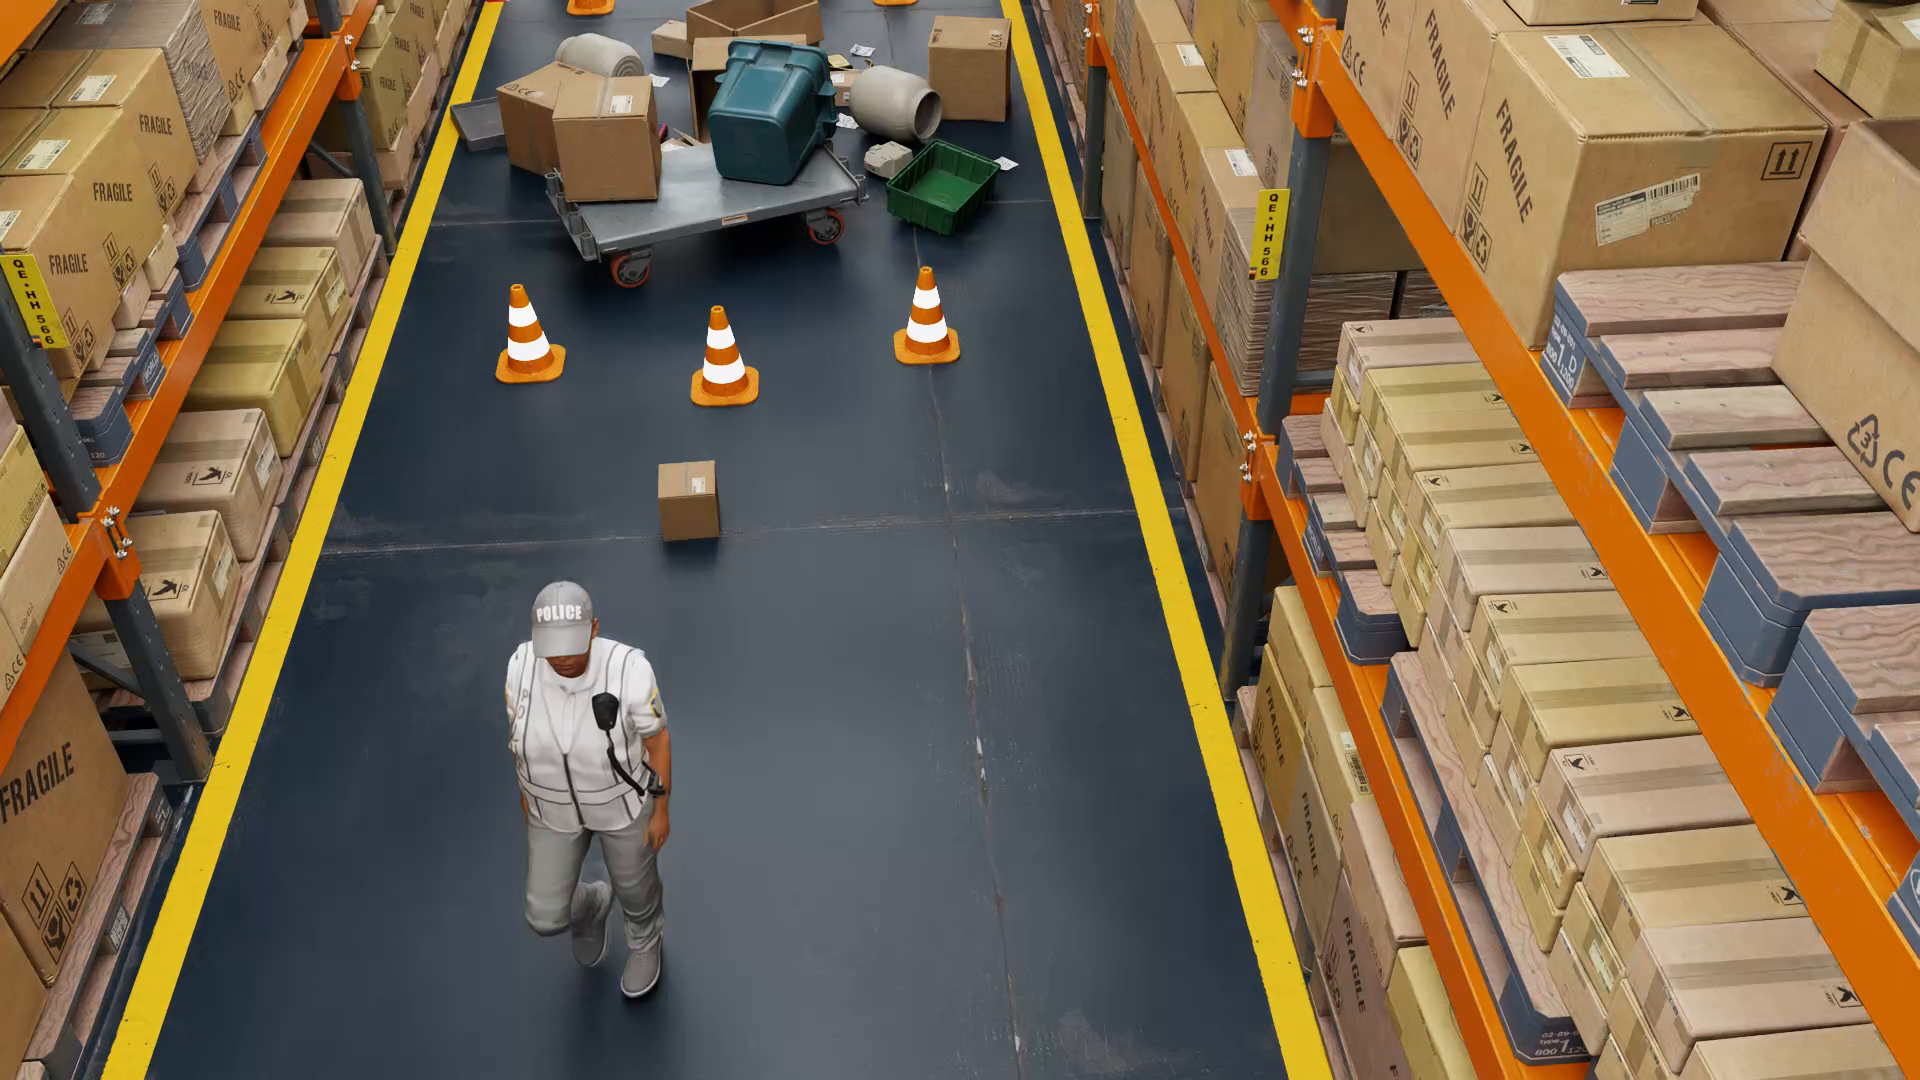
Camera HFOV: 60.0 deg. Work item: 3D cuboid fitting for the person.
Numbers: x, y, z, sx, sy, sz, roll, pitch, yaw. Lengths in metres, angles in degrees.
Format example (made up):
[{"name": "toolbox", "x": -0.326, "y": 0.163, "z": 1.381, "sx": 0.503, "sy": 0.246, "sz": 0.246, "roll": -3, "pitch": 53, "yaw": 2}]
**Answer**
[{"name": "person", "x": -1.124, "y": 0.824, "z": 5.119, "sx": 0.505, "sy": 1.679, "sz": 0.454, "roll": 1, "pitch": 39, "yaw": 1}]
